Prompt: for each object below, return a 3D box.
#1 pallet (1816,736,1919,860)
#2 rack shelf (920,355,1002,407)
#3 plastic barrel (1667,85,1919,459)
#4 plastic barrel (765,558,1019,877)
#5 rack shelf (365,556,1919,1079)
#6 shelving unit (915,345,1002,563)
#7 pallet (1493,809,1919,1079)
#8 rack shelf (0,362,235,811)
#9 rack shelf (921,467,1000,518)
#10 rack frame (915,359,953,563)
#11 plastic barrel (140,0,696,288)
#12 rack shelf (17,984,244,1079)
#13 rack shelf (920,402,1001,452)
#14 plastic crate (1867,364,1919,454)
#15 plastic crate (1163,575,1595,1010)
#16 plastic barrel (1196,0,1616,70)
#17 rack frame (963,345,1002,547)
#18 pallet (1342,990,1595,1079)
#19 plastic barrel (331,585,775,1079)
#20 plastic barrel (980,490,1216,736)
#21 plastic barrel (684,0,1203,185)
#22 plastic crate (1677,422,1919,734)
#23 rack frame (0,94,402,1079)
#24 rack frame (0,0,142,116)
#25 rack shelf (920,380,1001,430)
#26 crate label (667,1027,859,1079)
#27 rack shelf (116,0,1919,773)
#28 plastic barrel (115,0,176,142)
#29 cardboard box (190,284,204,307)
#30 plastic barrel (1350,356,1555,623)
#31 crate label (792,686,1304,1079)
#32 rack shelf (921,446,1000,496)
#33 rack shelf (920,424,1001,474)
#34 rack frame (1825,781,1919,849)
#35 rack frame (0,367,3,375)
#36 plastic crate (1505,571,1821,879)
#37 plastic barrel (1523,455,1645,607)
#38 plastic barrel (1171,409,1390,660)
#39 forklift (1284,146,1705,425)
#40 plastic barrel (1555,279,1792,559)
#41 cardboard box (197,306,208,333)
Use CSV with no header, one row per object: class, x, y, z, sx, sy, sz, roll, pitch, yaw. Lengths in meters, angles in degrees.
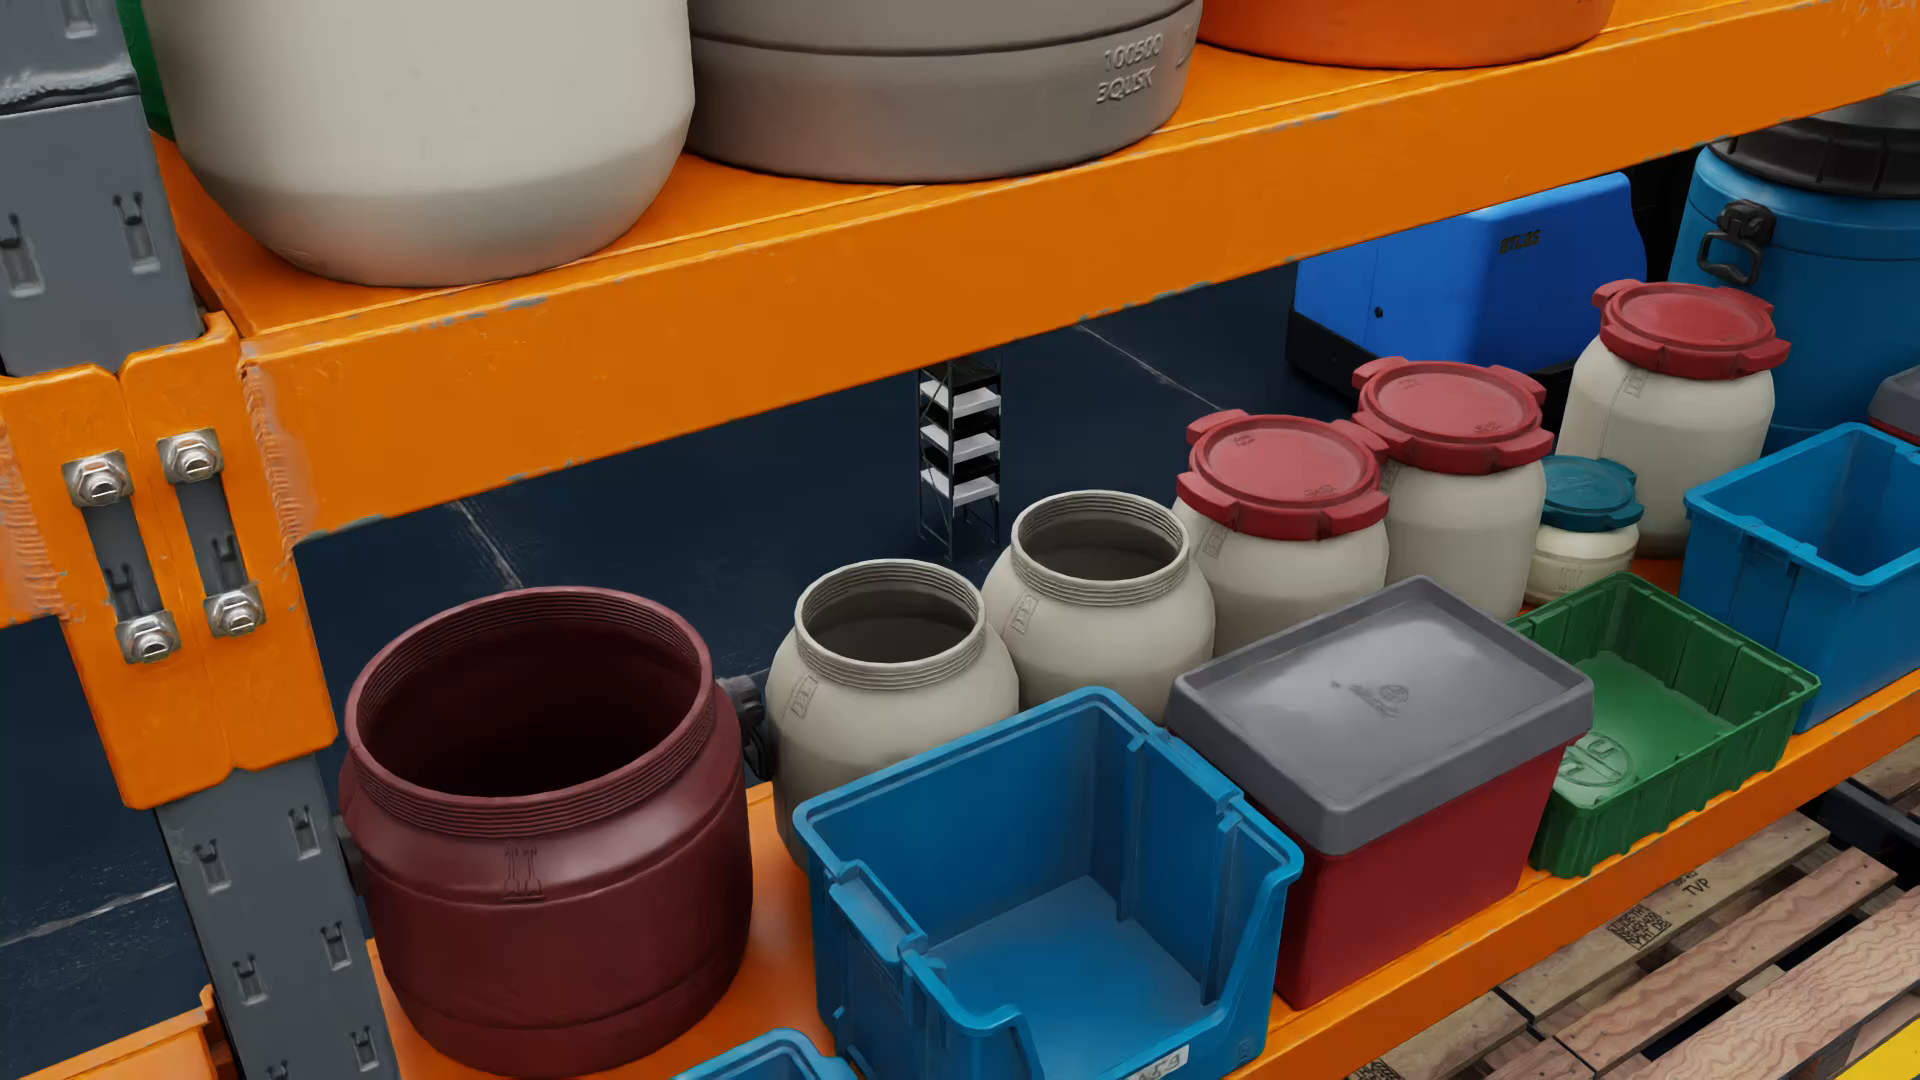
pallet,3.088,0.618,5.073,1.213,0.211,1.003,-19,37,-27
rack shelf,-0.007,-0.578,5.880,0.200,0.077,0.258,-19,37,-27
plastic barrel,2.012,-0.622,3.955,0.708,0.901,0.600,-19,37,-27
plastic barrel,-0.112,0.330,2.811,0.421,0.512,0.421,0,32,0
rack shelf,0.820,0.496,3.326,4.000,0.370,1.077,-19,37,-27
shelving unit,-0.007,-0.378,6.006,0.210,0.900,0.258,-19,37,-27
pallet,1.862,1.038,4.407,1.213,0.211,1.003,-19,37,-27
rack shelf,-2.542,0.384,0.693,4.000,0.370,1.077,-19,37,-27
rack shelf,-0.007,-0.198,6.120,0.200,0.077,0.258,-19,37,-27
rack frame,-0.092,-0.349,5.960,0.006,0.900,0.240,-19,37,-27
plastic barrel,-0.434,-0.498,1.312,0.421,0.512,0.421,0,32,0
rack shelf,-2.542,1.653,1.493,4.000,0.370,1.077,-19,37,-27
rack shelf,-0.007,-0.426,5.976,0.200,0.077,0.258,-19,37,-27
plastic crate,2.260,-0.136,3.594,0.583,0.464,0.402,-19,37,-27
plastic crate,0.663,0.413,2.724,0.583,0.464,0.402,-19,37,-27
plastic barrel,0.497,-1.009,1.825,0.708,0.830,0.600,-19,37,-27
rack frame,0.079,-0.408,6.053,0.006,0.900,0.240,-19,37,-27
pallet,0.836,1.392,3.845,1.213,0.211,1.003,-19,37,-27
plastic barrel,-0.635,0.443,2.609,0.708,0.536,0.600,-19,37,-27
plastic barrel,0.242,0.208,3.004,0.421,0.512,0.421,0,32,0
plastic barrel,-0.053,-0.851,1.506,0.600,0.901,0.600,0,32,0
plastic crate,1.742,0.079,3.328,0.575,0.384,0.392,-19,37,-27
rack frame,-0.861,0.770,2.218,0.127,3.000,1.000,-19,37,-27
rack frame,-0.861,-1.767,0.617,0.127,3.000,1.000,-19,37,-27
rack shelf,-0.007,-0.502,5.928,0.200,0.077,0.258,-19,37,-27
crate label,-0.304,0.887,2.189,0.416,0.233,0.303,-19,37,-27
rack shelf,0.820,-0.772,2.526,4.000,0.370,1.077,-19,37,-27
plastic barrel,-0.681,-0.527,1.608,0.294,0.245,0.294,0,32,0
cardboard box,-2.998,-1.104,6.417,0.500,0.250,0.500,-17,36,-25
plastic barrel,0.962,-0.053,3.396,0.433,0.535,0.433,0,32,0
crate label,0.121,0.589,2.471,0.616,0.435,0.502,-19,37,-27
rack shelf,-0.007,-0.274,6.072,0.200,0.077,0.258,-19,37,-27
rack shelf,-0.007,-0.350,6.024,0.200,0.077,0.258,-19,37,-27
rack frame,2.501,-0.386,4.051,0.127,3.000,1.000,-19,37,-27
rack frame,-3.544,-1.451,5.739,0.127,3.000,1.000,-19,37,-27
plastic crate,1.190,0.333,3.109,0.662,0.188,0.450,-19,37,-27
plastic barrel,1.306,-0.014,3.590,0.301,0.262,0.301,0,32,0
plastic barrel,0.598,0.072,3.197,0.433,0.535,0.433,0,32,0
forklift,2.974,-2.184,6.965,3.031,2.935,1.130,-18,36,-26
plastic barrel,1.578,-0.265,3.732,0.433,0.535,0.433,0,32,0
cardboard box,-2.992,-0.782,6.609,0.500,0.500,0.700,-21,38,-30
